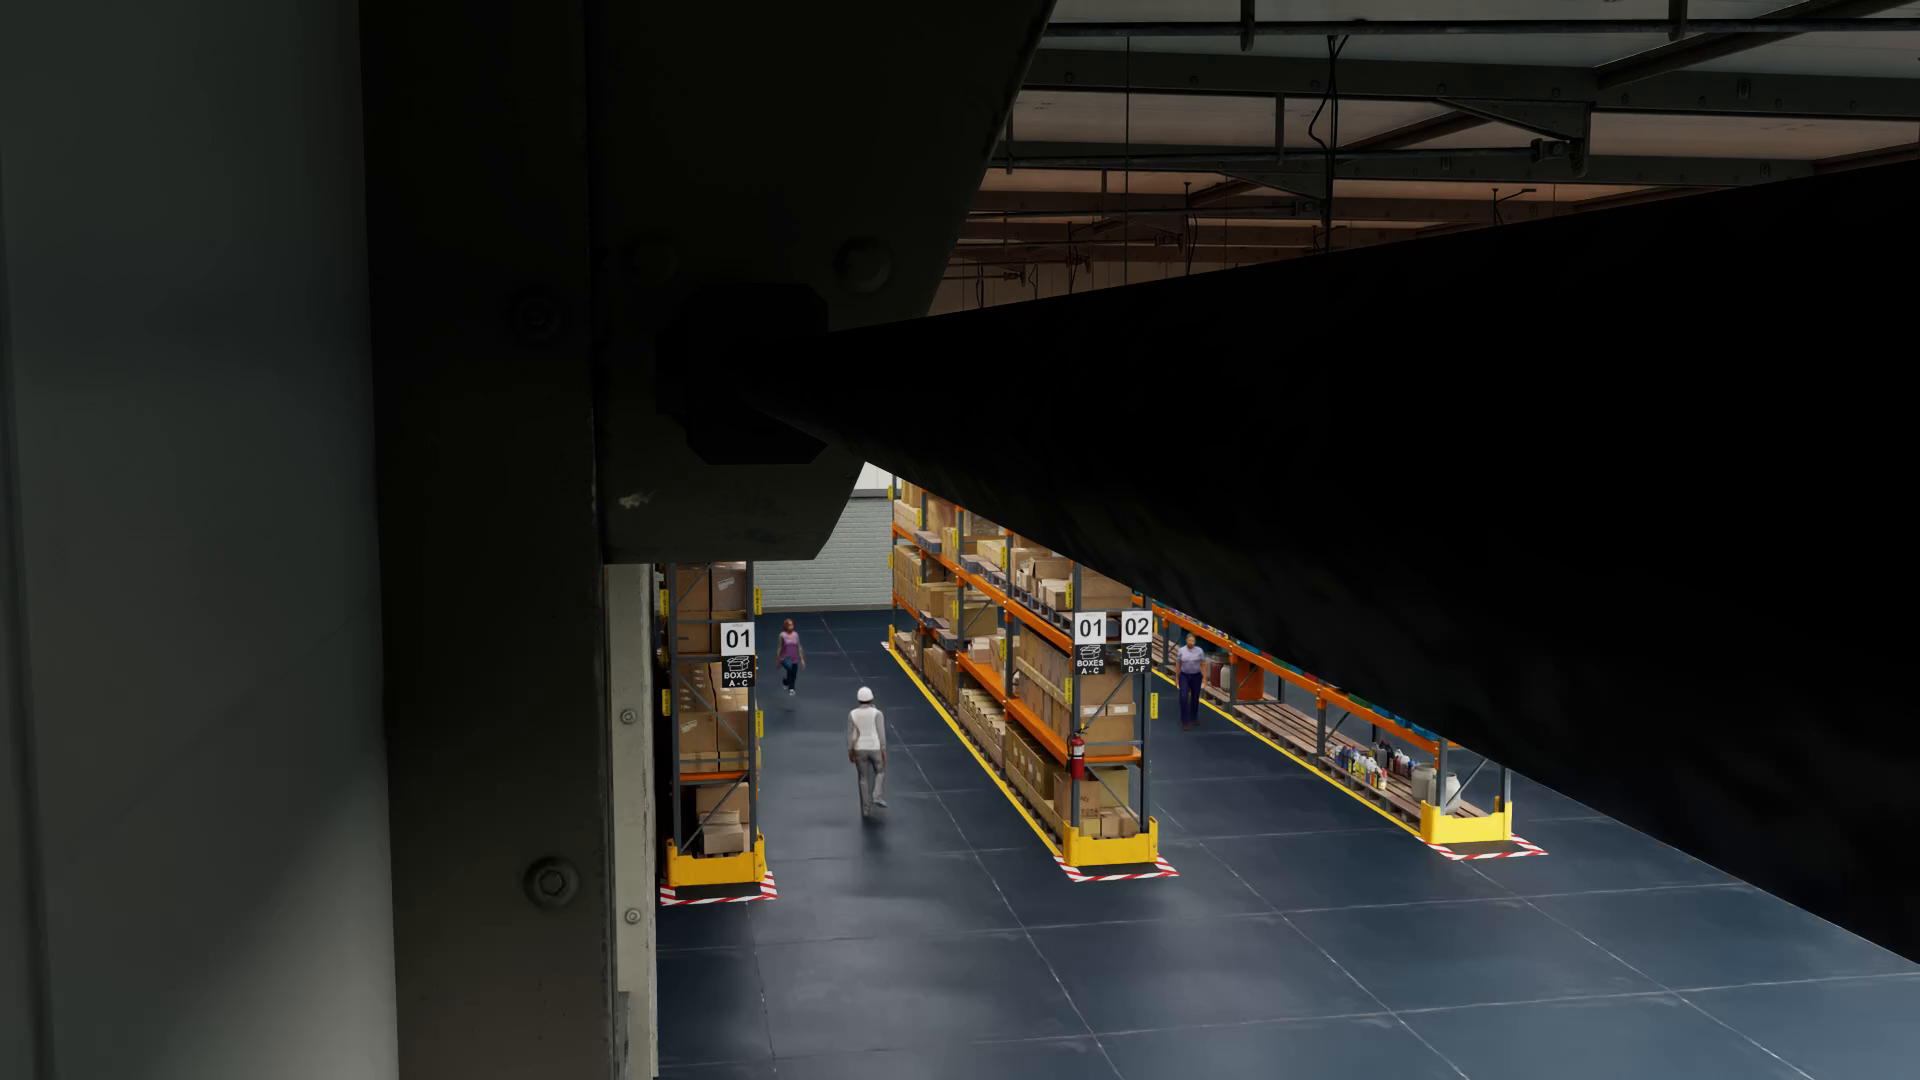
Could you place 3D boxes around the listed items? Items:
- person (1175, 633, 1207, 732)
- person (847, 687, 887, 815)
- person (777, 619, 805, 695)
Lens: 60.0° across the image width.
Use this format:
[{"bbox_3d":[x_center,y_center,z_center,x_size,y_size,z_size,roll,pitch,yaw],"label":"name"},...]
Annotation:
[{"bbox_3d":[3.985,2.428,28.653,0.538,1.664,0.646,0,6,4],"label":"person"},{"bbox_3d":[-1.304,2.932,23.258,0.570,1.761,0.465,0,6,1],"label":"person"},{"bbox_3d":[-3.097,2.118,30.328,0.463,1.365,1.008,-3,7,-24],"label":"person"}]
